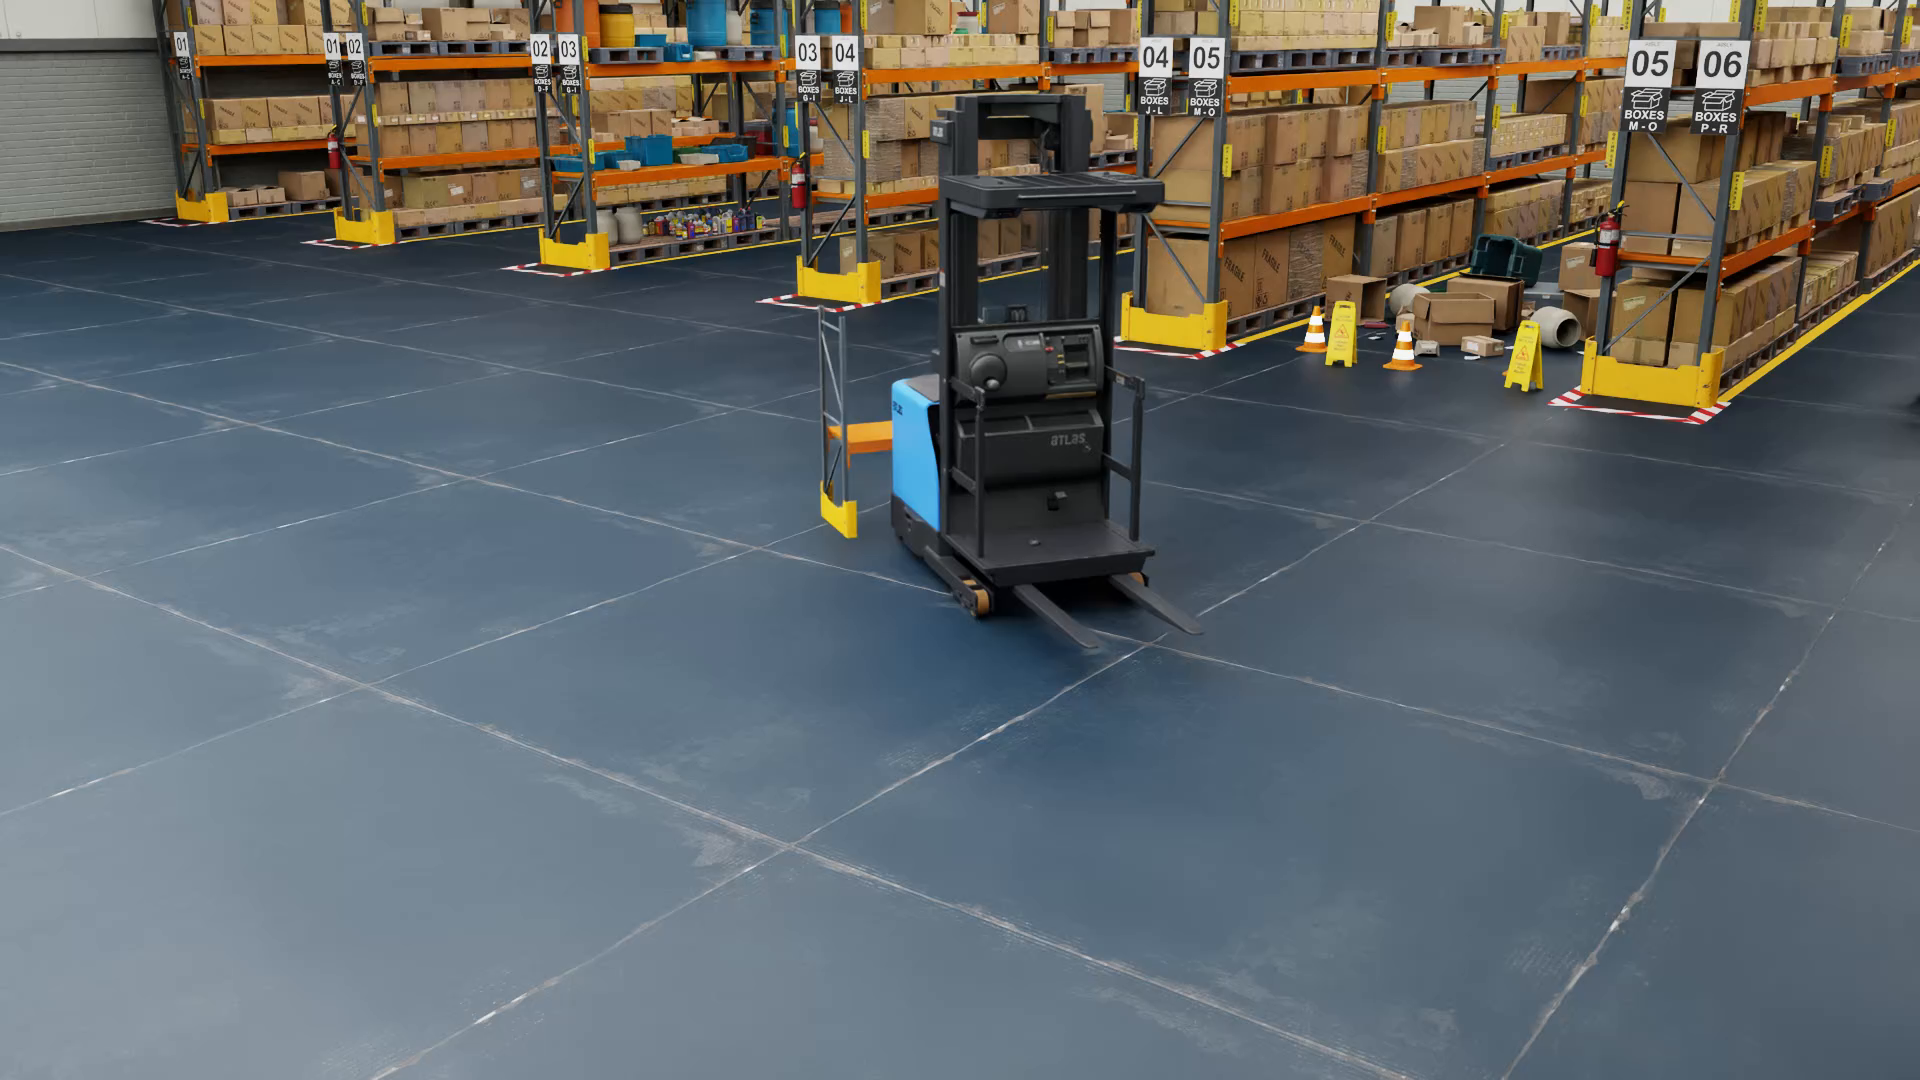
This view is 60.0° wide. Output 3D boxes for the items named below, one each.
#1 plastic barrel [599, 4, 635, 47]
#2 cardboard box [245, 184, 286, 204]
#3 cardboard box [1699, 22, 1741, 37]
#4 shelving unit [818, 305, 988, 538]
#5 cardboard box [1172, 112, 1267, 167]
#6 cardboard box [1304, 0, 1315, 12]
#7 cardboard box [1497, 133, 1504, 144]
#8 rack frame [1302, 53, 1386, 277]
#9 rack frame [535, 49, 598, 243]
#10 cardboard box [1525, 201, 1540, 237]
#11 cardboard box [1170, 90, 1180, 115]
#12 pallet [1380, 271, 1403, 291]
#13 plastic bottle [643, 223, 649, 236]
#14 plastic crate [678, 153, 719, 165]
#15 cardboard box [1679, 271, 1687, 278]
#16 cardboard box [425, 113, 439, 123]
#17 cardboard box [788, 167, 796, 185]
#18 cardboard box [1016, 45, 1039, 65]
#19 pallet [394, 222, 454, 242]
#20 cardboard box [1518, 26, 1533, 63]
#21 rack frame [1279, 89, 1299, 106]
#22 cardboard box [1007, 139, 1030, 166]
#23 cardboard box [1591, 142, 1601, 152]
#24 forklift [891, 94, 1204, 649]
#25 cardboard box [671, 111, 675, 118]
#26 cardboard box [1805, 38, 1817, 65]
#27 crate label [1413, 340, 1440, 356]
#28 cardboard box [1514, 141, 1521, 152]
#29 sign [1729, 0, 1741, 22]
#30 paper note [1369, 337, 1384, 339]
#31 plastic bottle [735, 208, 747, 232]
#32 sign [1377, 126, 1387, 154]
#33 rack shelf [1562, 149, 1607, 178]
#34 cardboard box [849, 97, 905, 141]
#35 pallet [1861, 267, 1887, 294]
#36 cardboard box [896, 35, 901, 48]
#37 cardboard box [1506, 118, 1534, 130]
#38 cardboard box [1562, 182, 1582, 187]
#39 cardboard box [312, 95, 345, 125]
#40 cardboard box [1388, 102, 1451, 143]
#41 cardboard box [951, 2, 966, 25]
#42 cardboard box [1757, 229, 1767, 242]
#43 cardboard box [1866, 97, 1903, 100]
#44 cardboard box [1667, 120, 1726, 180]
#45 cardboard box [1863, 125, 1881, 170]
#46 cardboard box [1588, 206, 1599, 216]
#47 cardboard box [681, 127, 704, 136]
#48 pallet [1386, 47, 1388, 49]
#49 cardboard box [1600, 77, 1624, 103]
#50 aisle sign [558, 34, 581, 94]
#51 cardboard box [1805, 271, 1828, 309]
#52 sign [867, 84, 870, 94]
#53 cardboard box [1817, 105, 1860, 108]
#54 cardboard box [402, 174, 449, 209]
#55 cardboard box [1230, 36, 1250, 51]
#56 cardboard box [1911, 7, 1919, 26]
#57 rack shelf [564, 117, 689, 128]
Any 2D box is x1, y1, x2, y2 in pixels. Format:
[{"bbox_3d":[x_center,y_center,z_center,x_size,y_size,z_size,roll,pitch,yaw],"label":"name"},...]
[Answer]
[{"bbox_3d":[-4.985,-7.390,23.898,0.600,0.588,0.600,0,17,0],"label":"plastic barrel"},{"bbox_3d":[-12.694,-6.334,30.374,0.500,0.311,0.500,15,22,39],"label":"cardboard box"},{"bbox_3d":[6.750,-4.488,14.660,0.380,0.149,0.250,12,21,34],"label":"cardboard box"},{"bbox_3d":[-0.380,-0.872,11.523,1.083,1.500,0.587,-7,19,-21],"label":"shelving unit"},{"bbox_3d":[2.845,-4.413,18.323,0.875,0.550,0.550,12,21,35],"label":"cardboard box"},{"bbox_3d":[3.704,-5.925,18.411,0.380,0.149,0.250,13,21,35],"label":"cardboard box"},{"bbox_3d":[7.715,-5.870,24.301,0.380,0.149,0.250,14,22,37],"label":"cardboard box"},{"bbox_3d":[4.722,-4.550,20.836,1.000,3.000,0.127,12,21,35],"label":"rack frame"},{"bbox_3d":[-5.562,-5.373,23.487,1.000,3.000,0.127,12,21,35],"label":"rack frame"},{"bbox_3d":[8.635,-4.997,25.786,0.500,0.500,0.500,12,21,34],"label":"cardboard box"},{"bbox_3d":[3.631,-7.101,27.192,0.797,0.503,0.637,13,22,37],"label":"cardboard box"},{"bbox_3d":[5.122,-3.415,21.885,1.003,0.211,1.213,12,21,35],"label":"pallet"},{"bbox_3d":[-4.820,-4.761,25.495,0.097,0.201,0.097,0,17,0],"label":"plastic bottle"},{"bbox_3d":[-3.943,-5.768,25.204,0.530,0.136,0.437,12,21,35],"label":"plastic crate"},{"bbox_3d":[6.960,-2.697,16.441,0.380,0.149,0.250,13,21,36],"label":"cardboard box"},{"bbox_3d":[-8.674,-6.844,26.963,0.380,0.149,0.250,12,21,34],"label":"cardboard box"},{"bbox_3d":[-3.660,-7.473,33.723,0.500,0.500,0.500,12,21,34],"label":"cardboard box"},{"bbox_3d":[0.737,-6.656,22.816,0.500,0.250,0.500,13,22,37],"label":"cardboard box"},{"bbox_3d":[-9.116,-5.107,27.332,1.003,0.211,1.213,12,21,35],"label":"pallet"},{"bbox_3d":[7.952,-7.192,24.119,0.500,0.500,0.500,12,21,35],"label":"cardboard box"},{"bbox_3d":[5.566,-7.356,29.872,1.000,3.000,0.127,12,21,35],"label":"rack frame"},{"bbox_3d":[0.481,-5.544,23.367,0.875,0.500,0.500,12,21,35],"label":"cardboard box"},{"bbox_3d":[10.501,-6.604,27.877,0.380,0.149,0.250,13,21,36],"label":"cardboard box"},{"bbox_3d":[0.493,-1.081,9.781,1.130,2.935,3.031,-6,18,-18],"label":"forklift"},{"bbox_3d":[-6.664,-9.622,37.562,0.380,0.149,0.250,13,22,36],"label":"cardboard box"},{"bbox_3d":[8.095,-4.810,16.368,0.500,0.250,0.500,12,21,34],"label":"cardboard box"},{"bbox_3d":[4.919,-2.023,17.527,0.250,0.136,0.298,2,17,6],"label":"crate label"},{"bbox_3d":[8.171,-5.910,24.934,0.380,0.149,0.250,13,22,36],"label":"cardboard box"},{"bbox_3d":[8.310,-5.664,17.830,0.100,0.325,0.005,12,21,35],"label":"sign"},{"bbox_3d":[4.612,-2.242,18.414,0.142,0.017,0.144,-11,20,-32],"label":"paper note"},{"bbox_3d":[-3.445,-5.020,26.077,0.144,0.351,0.185,11,20,32],"label":"plastic bottle"},{"bbox_3d":[5.169,-4.903,20.382,0.100,0.325,0.005,12,21,35],"label":"sign"},{"bbox_3d":[10.681,-6.588,28.613,1.077,0.370,4.000,12,21,35],"label":"rack shelf"},{"bbox_3d":[-1.038,-5.248,20.728,0.500,0.500,0.500,12,21,35],"label":"cardboard box"},{"bbox_3d":[11.672,-3.494,22.141,1.003,0.211,1.213,12,21,35],"label":"pallet"},{"bbox_3d":[-0.951,-6.200,20.674,0.380,0.149,0.250,12,21,34],"label":"cardboard box"},{"bbox_3d":[8.470,-6.315,25.233,0.380,0.149,0.250,12,21,34],"label":"cardboard box"},{"bbox_3d":[10.712,-6.204,29.259,0.380,0.149,0.250,13,22,37],"label":"cardboard box"},{"bbox_3d":[-11.770,-7.967,30.795,0.500,0.500,0.500,12,21,33],"label":"cardboard box"},{"bbox_3d":[6.226,-5.679,22.619,0.700,0.500,0.500,12,21,34],"label":"cardboard box"},{"bbox_3d":[-0.297,-11.892,37.569,0.700,0.500,0.500,12,21,35],"label":"cardboard box"},{"bbox_3d":[7.711,-3.033,16.377,0.380,0.149,0.250,12,21,33],"label":"cardboard box"},{"bbox_3d":[13.584,-6.291,24.589,0.500,0.500,0.500,12,21,34],"label":"cardboard box"},{"bbox_3d":[6.811,-3.693,15.722,0.700,0.500,0.500,13,21,35],"label":"cardboard box"},{"bbox_3d":[10.794,-4.760,20.134,0.500,0.500,0.500,12,21,34],"label":"cardboard box"},{"bbox_3d":[10.704,-5.640,28.448,0.380,0.149,0.250,12,21,33],"label":"cardboard box"},{"bbox_3d":[-5.085,-7.771,31.634,0.380,0.149,0.250,12,21,35],"label":"cardboard box"},{"bbox_3d":[7.516,-9.520,31.933,1.003,0.211,1.213,12,21,35],"label":"pallet"},{"bbox_3d":[11.195,-7.676,28.548,0.500,0.500,0.500,14,22,37],"label":"cardboard box"},{"bbox_3d":[-5.370,-6.545,22.879,0.394,0.787,0.004,12,21,35],"label":"aisle sign"},{"bbox_3d":[9.494,-2.942,19.382,0.950,0.372,0.625,14,22,38],"label":"cardboard box"},{"bbox_3d":[-1.940,-9.563,35.027,0.100,0.325,0.005,12,21,35],"label":"sign"},{"bbox_3d":[11.538,-5.470,21.946,0.500,0.500,0.500,13,21,36],"label":"cardboard box"},{"bbox_3d":[-8.743,-5.702,27.212,0.500,0.500,0.500,12,21,35],"label":"cardboard box"},{"bbox_3d":[2.801,-5.183,17.364,0.380,0.149,0.250,13,21,35],"label":"cardboard box"},{"bbox_3d":[14.044,-7.436,24.028,0.500,0.500,0.500,13,21,36],"label":"cardboard box"},{"bbox_3d":[-7.560,-9.162,36.901,1.077,0.370,4.000,12,21,35],"label":"rack shelf"}]
